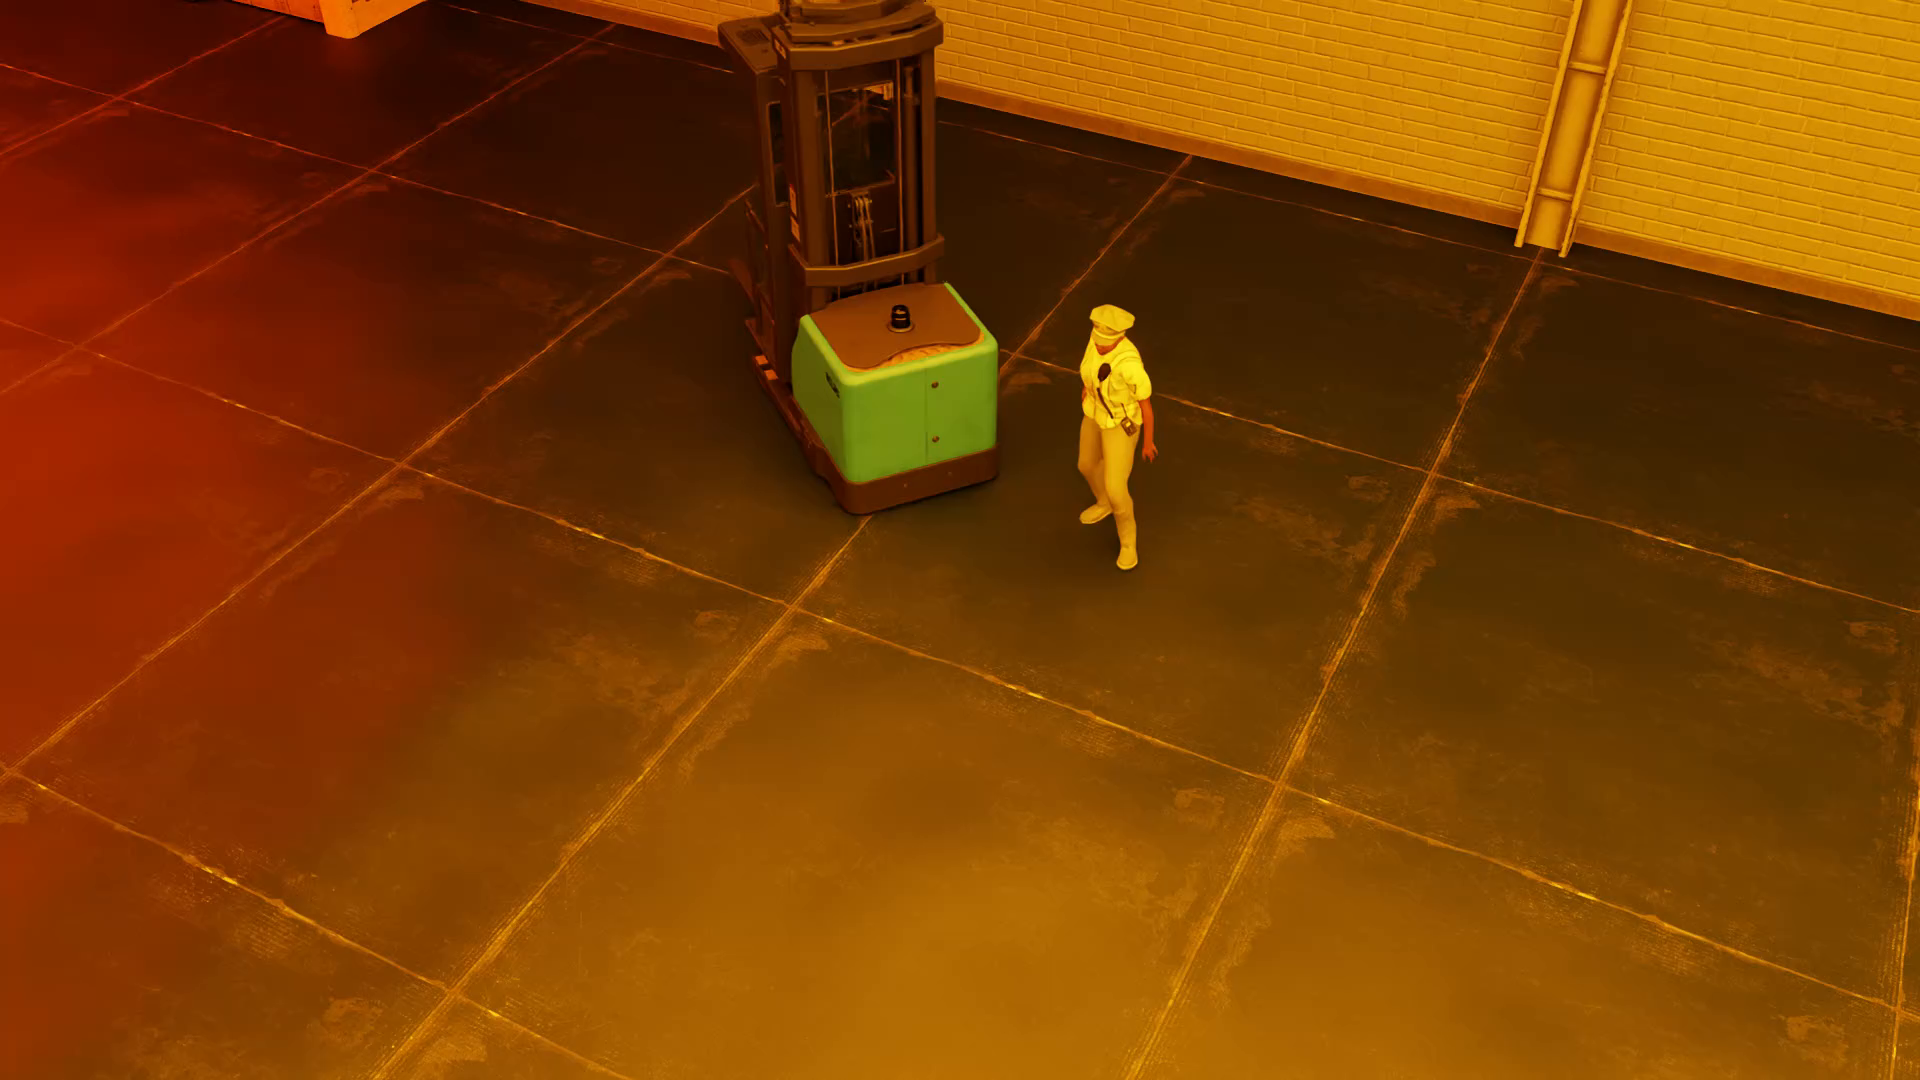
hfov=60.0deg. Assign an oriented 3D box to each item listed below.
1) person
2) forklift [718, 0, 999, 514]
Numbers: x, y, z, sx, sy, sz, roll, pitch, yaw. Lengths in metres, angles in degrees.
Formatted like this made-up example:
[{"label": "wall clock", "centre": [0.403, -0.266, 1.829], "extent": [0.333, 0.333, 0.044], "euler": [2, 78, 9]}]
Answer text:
[{"label": "person", "centre": [0.903, -0.677, 9.820], "extent": [0.418, 1.632, 0.801], "euler": [-22, 45, -24]}, {"label": "forklift", "centre": [-0.808, -2.232, 10.637], "extent": [1.130, 2.935, 3.031], "euler": [-16, 43, -18]}]
